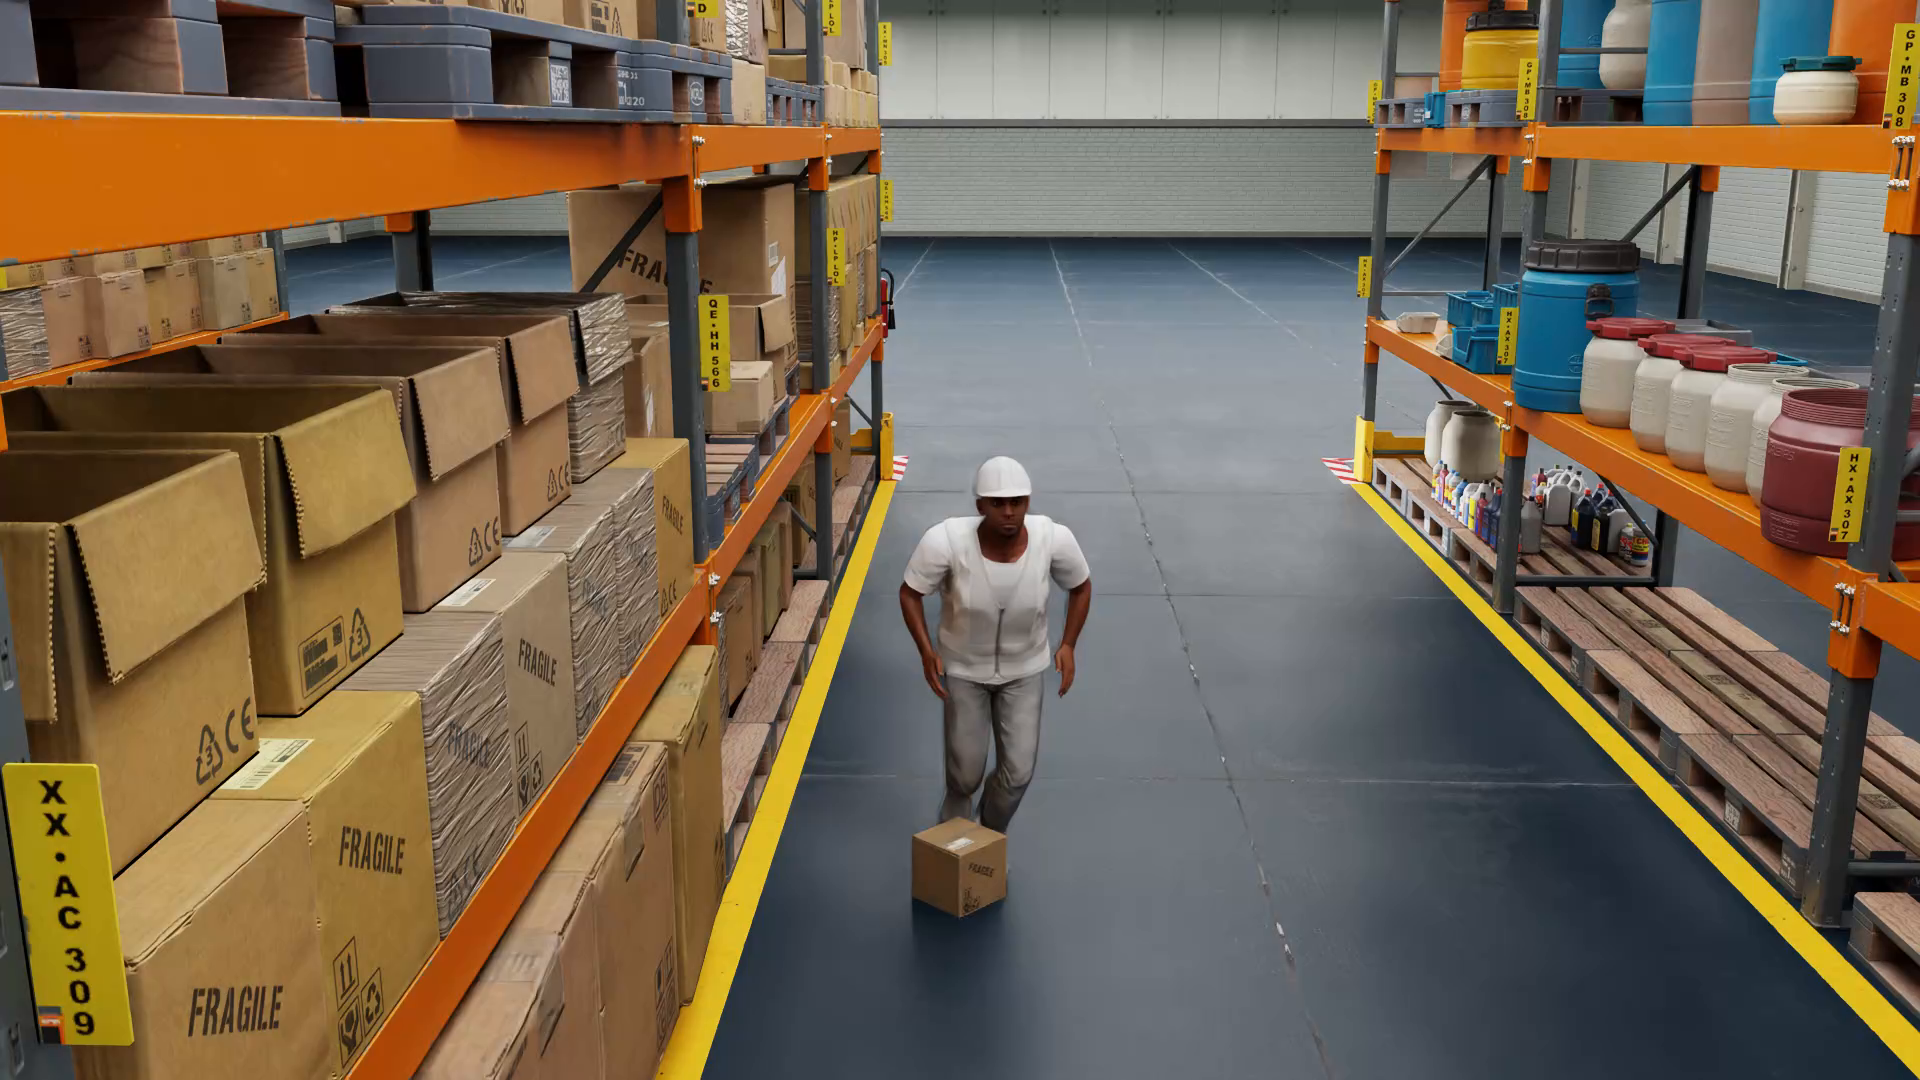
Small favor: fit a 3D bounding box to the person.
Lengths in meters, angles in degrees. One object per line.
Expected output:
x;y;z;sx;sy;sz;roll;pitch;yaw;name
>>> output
0.136;0.465;6.275;0.727;1.666;0.767;-1;14;-6;person
